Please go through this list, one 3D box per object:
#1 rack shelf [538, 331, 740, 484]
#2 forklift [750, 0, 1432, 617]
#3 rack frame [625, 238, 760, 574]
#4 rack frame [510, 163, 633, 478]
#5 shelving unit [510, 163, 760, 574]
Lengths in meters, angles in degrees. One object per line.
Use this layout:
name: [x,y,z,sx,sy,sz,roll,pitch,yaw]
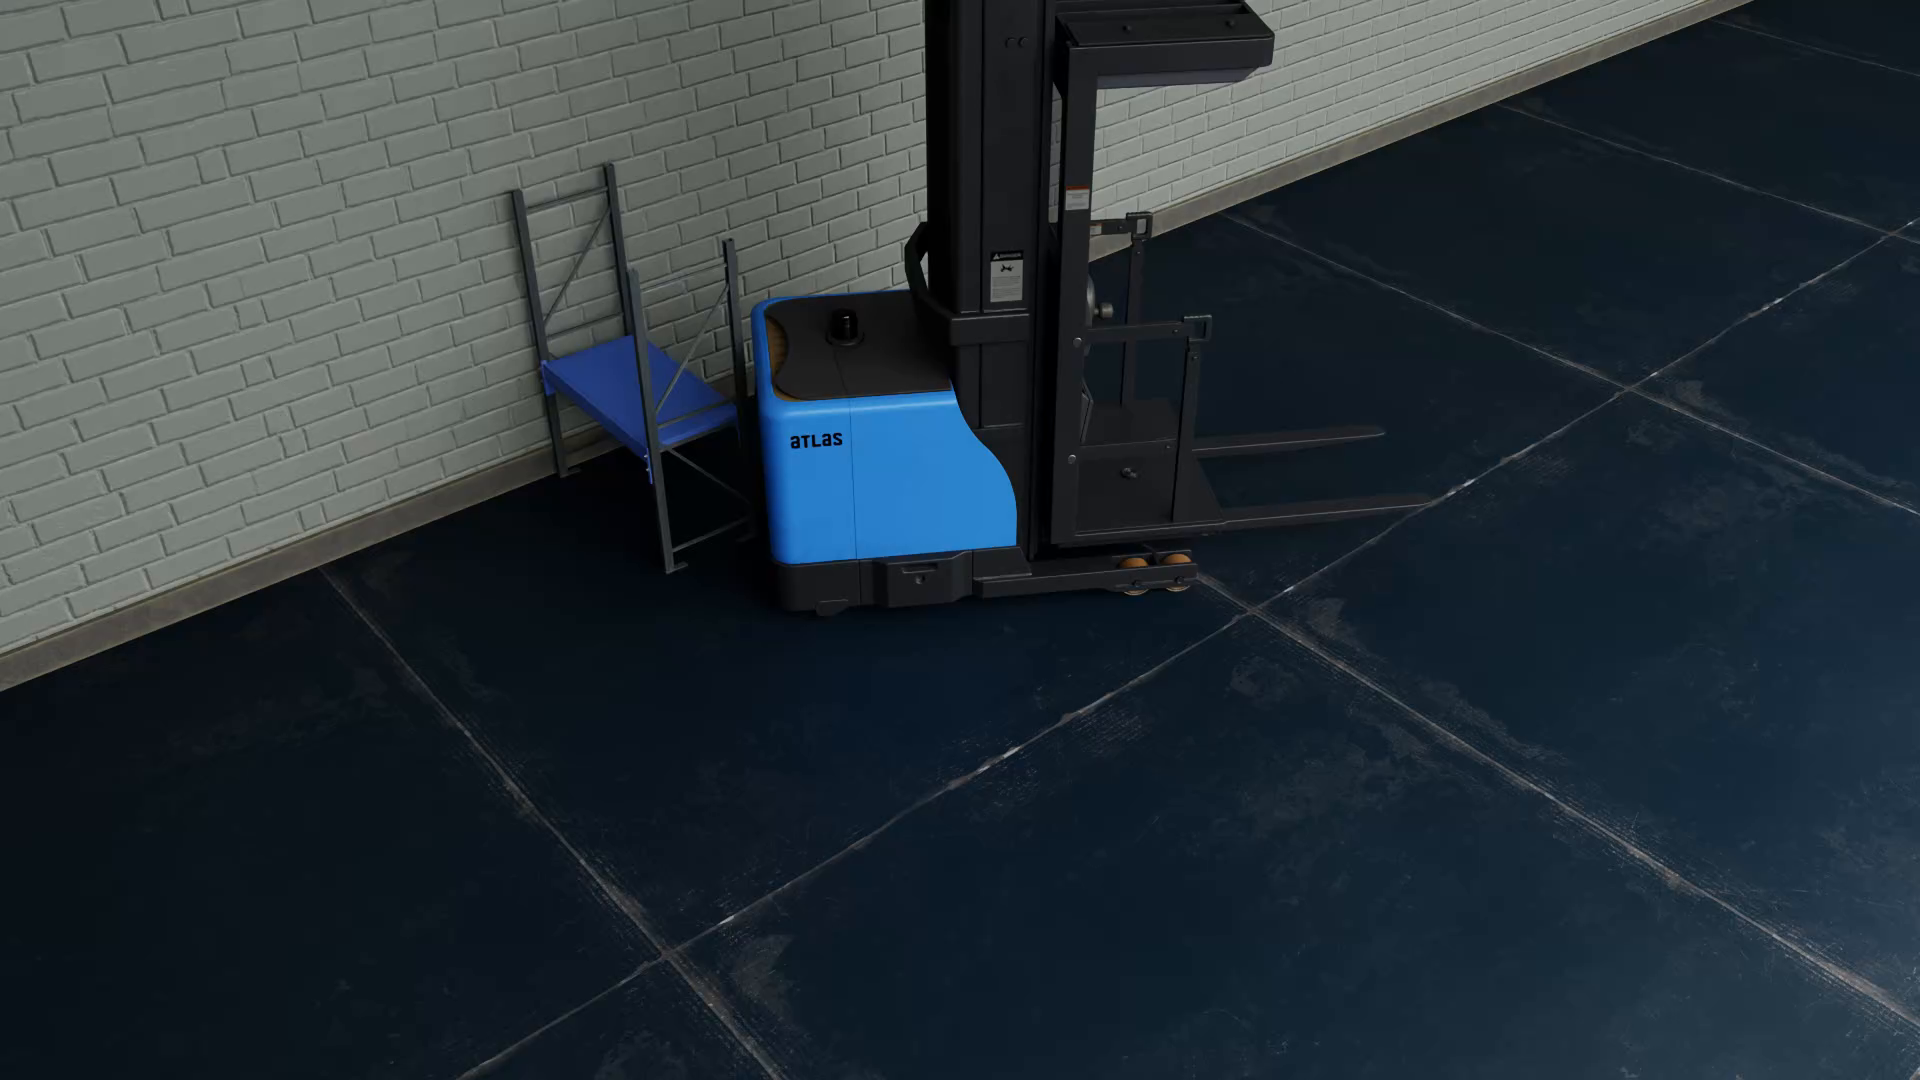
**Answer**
rack shelf: [-1.460,-0.635,7.660,0.538,0.185,1.000,-25,42,-31]
forklift: [0.616,-1.249,6.977,3.031,2.935,1.130,-5,36,-7]
rack frame: [-1.142,-0.553,7.233,0.500,1.500,0.032,-25,42,-31]
rack frame: [-1.778,-1.011,7.880,0.500,1.500,0.032,-25,42,-31]
shelving unit: [-1.460,-0.782,7.556,0.538,1.500,1.048,-25,42,-31]
